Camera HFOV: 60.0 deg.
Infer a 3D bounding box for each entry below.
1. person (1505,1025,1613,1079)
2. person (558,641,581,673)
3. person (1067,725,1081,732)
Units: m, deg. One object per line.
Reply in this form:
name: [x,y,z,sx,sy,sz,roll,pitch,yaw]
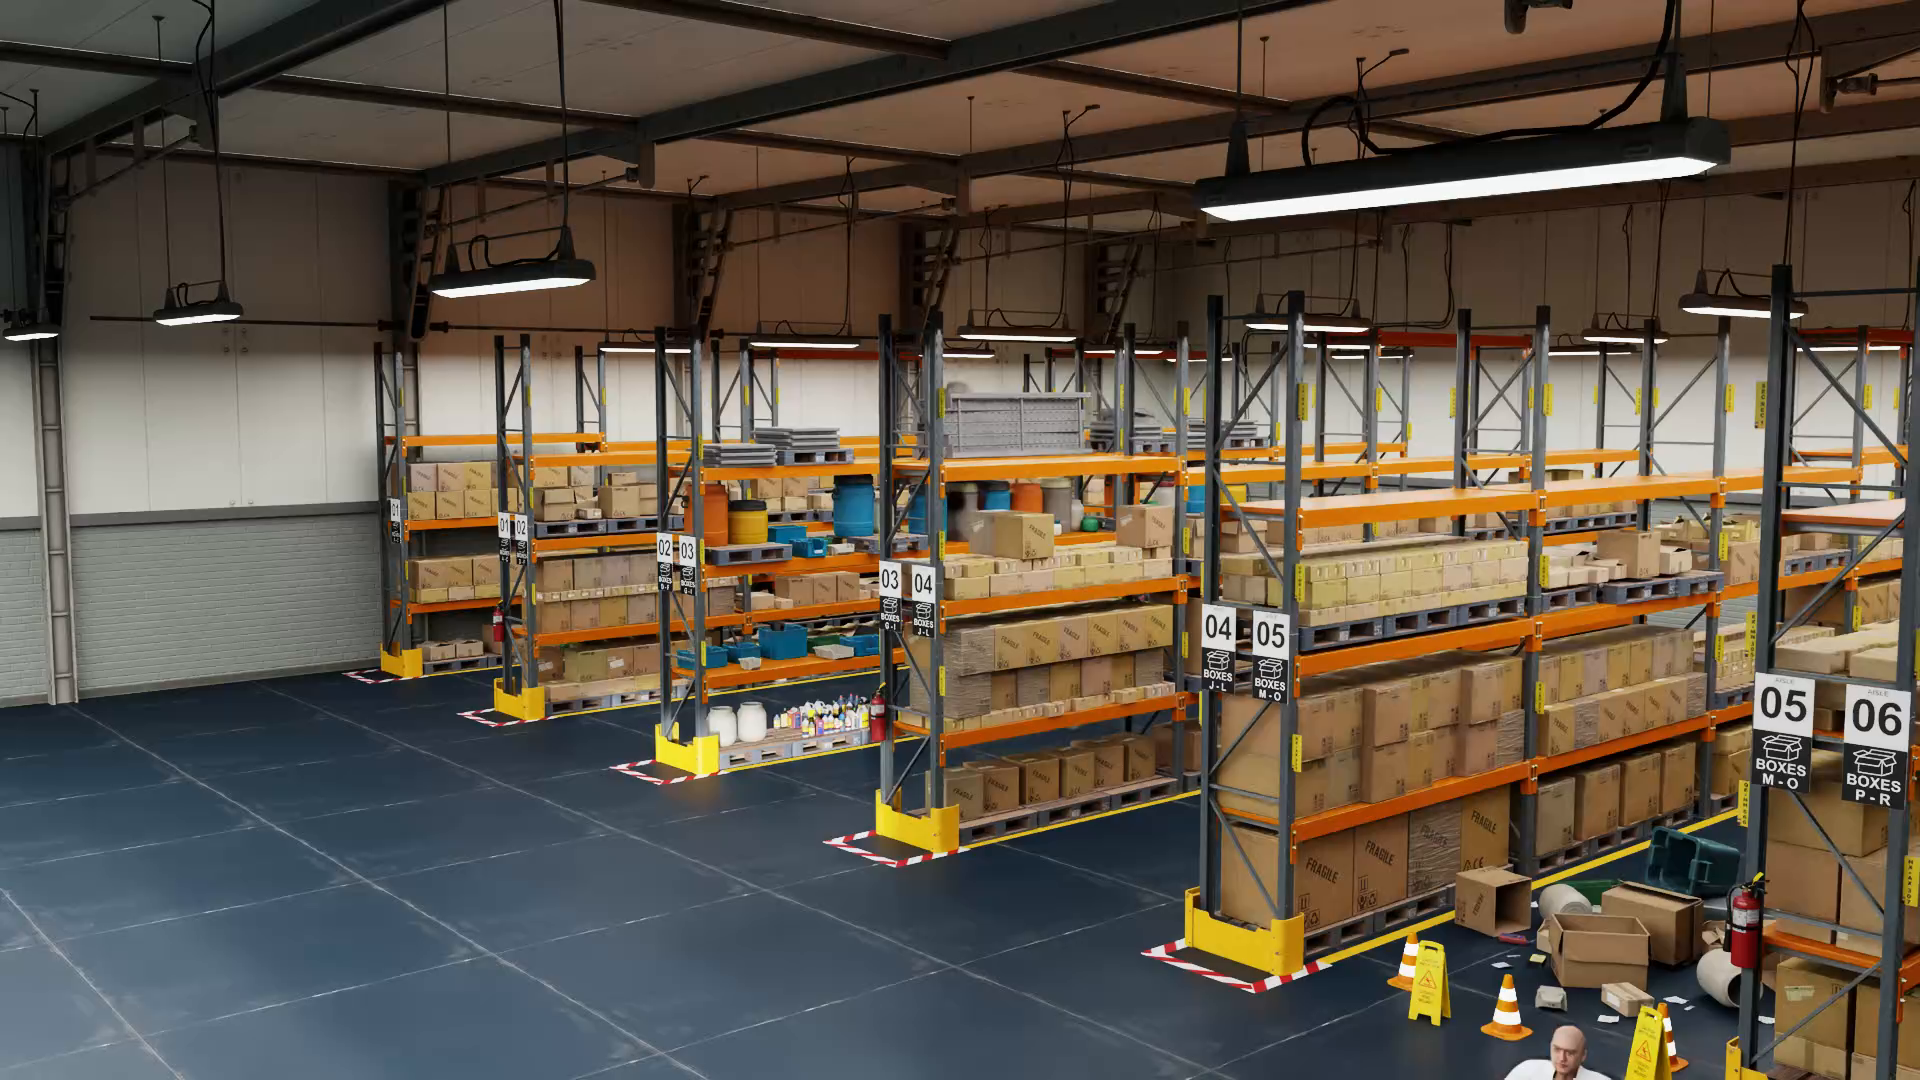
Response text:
person: [3.244,3.494,9.097,0.921,1.782,0.791,3,6,31]
person: [-6.769,1.621,29.135,0.673,1.795,1.043,5,7,44]
person: [1.803,1.817,23.956,0.658,1.786,0.863,4,6,34]
